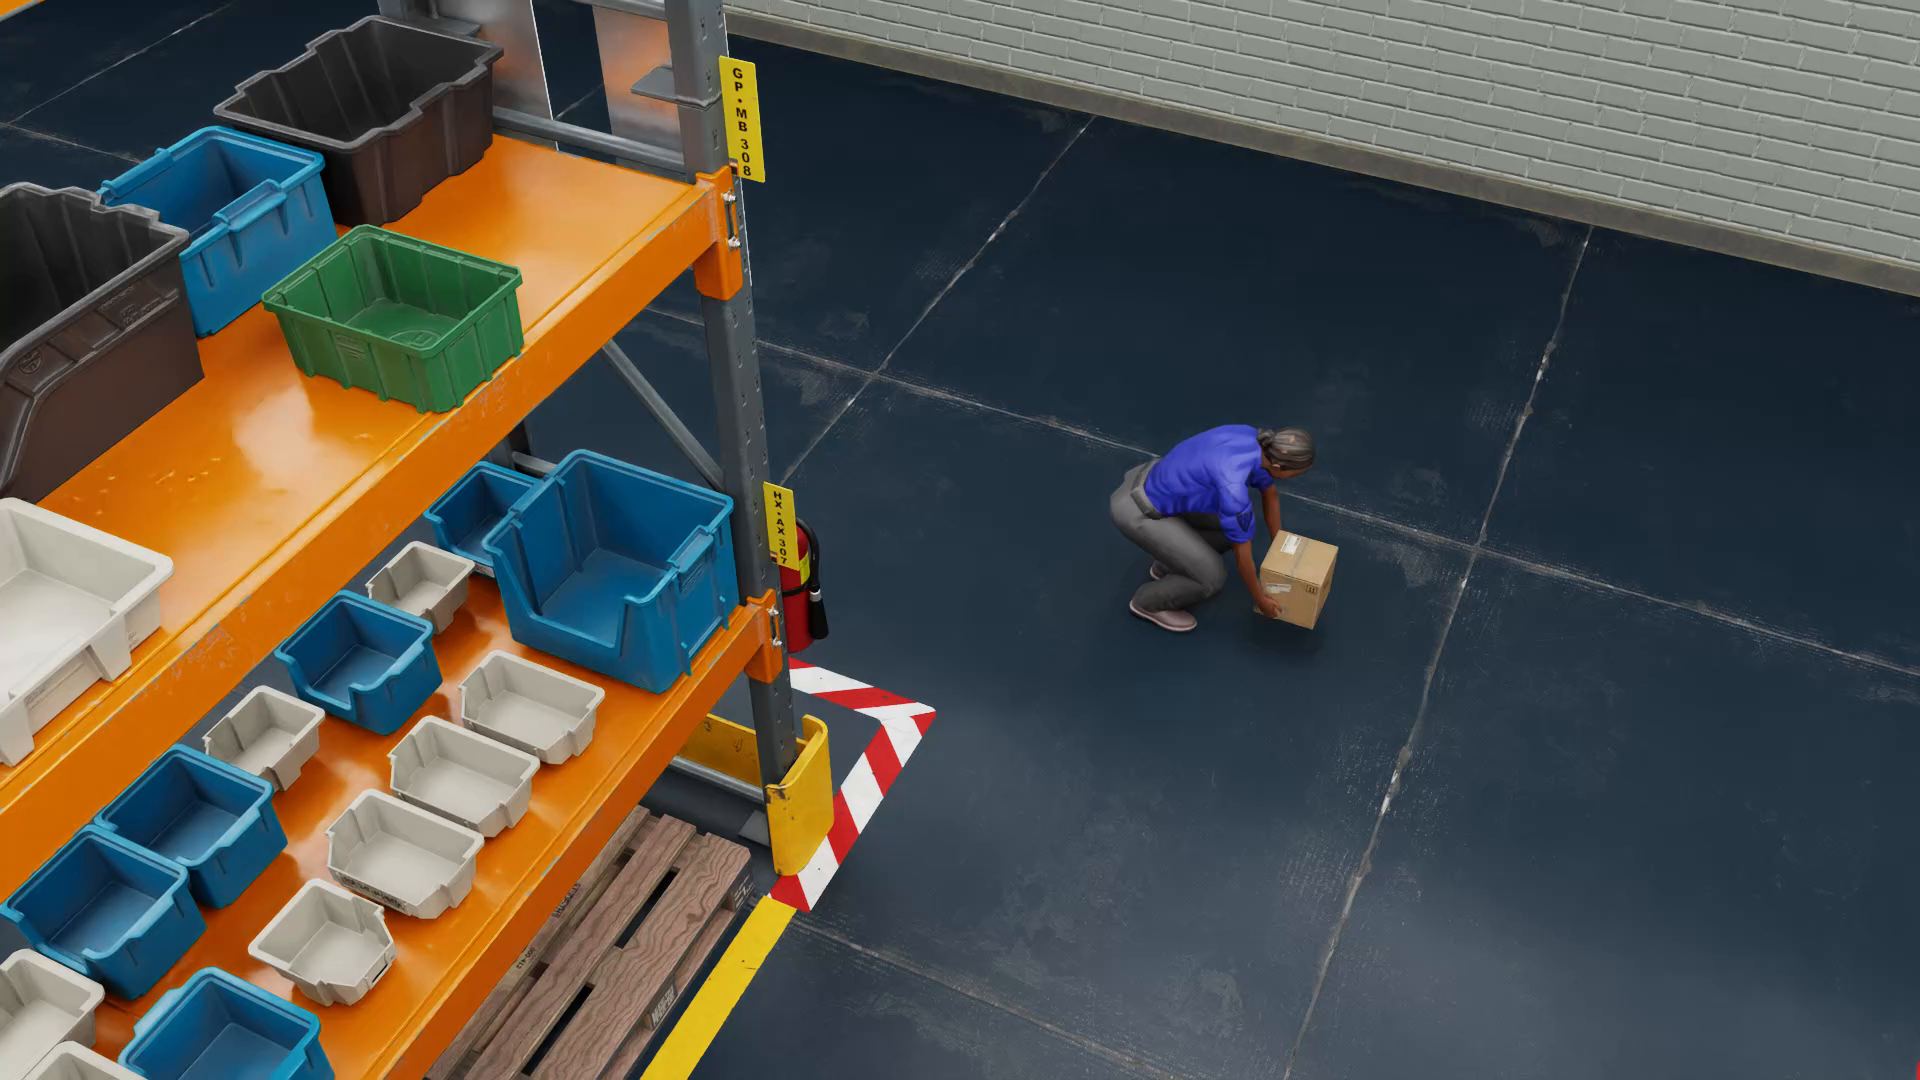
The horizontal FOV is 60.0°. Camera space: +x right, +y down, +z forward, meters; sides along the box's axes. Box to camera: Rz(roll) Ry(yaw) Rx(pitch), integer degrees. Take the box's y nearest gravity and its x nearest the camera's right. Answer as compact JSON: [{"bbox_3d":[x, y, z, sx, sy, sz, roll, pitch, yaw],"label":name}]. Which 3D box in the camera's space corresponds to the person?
[{"bbox_3d":[1.016,-0.096,6.759,0.786,1.006,0.484,17,45,18],"label":"person"}]
